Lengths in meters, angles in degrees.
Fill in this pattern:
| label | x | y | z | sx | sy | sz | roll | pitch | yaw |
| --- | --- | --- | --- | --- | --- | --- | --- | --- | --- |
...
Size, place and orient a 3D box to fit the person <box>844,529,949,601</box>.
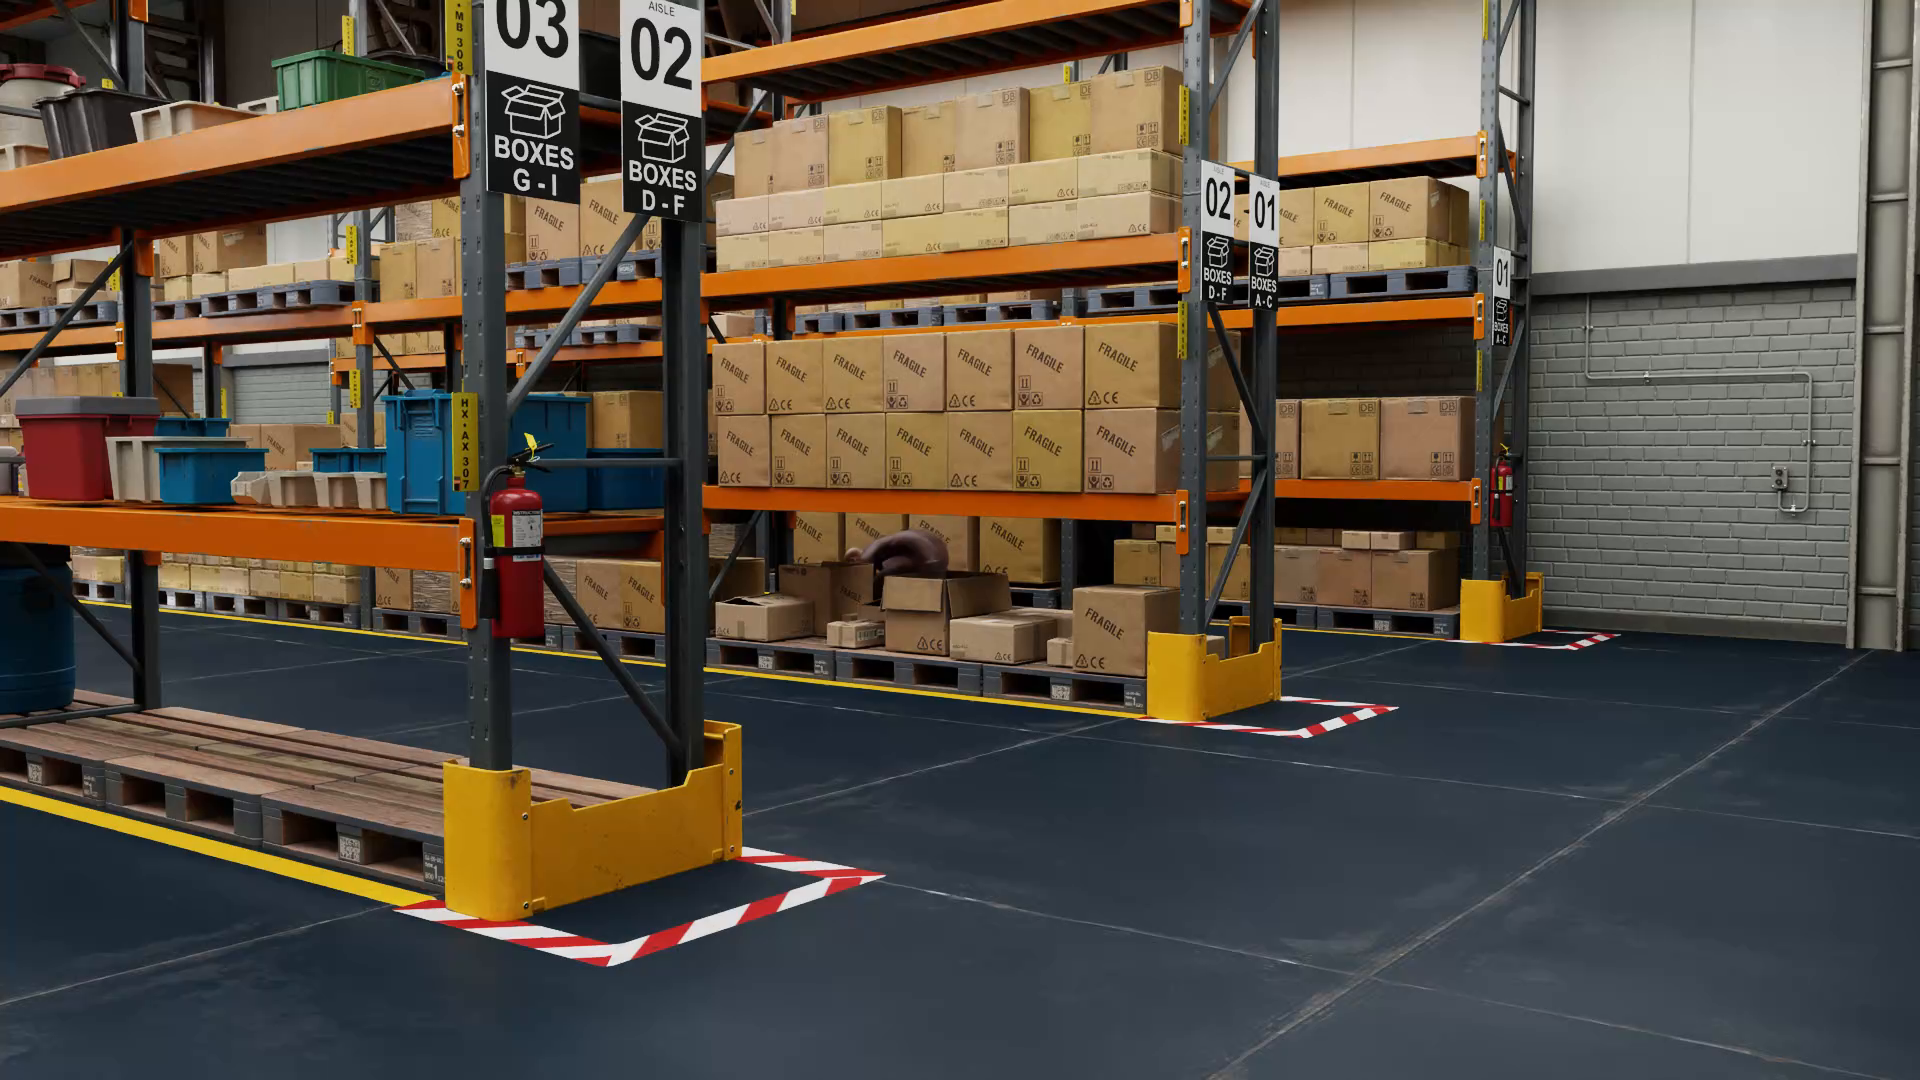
| label | x | y | z | sx | sy | sz | roll | pitch | yaw |
| --- | --- | --- | --- | --- | --- | --- | --- | --- | --- |
| person | -0.537 | 0.376 | 13.427 | 0.956 | 0.933 | 0.584 | 2 | 4 | 31 |
